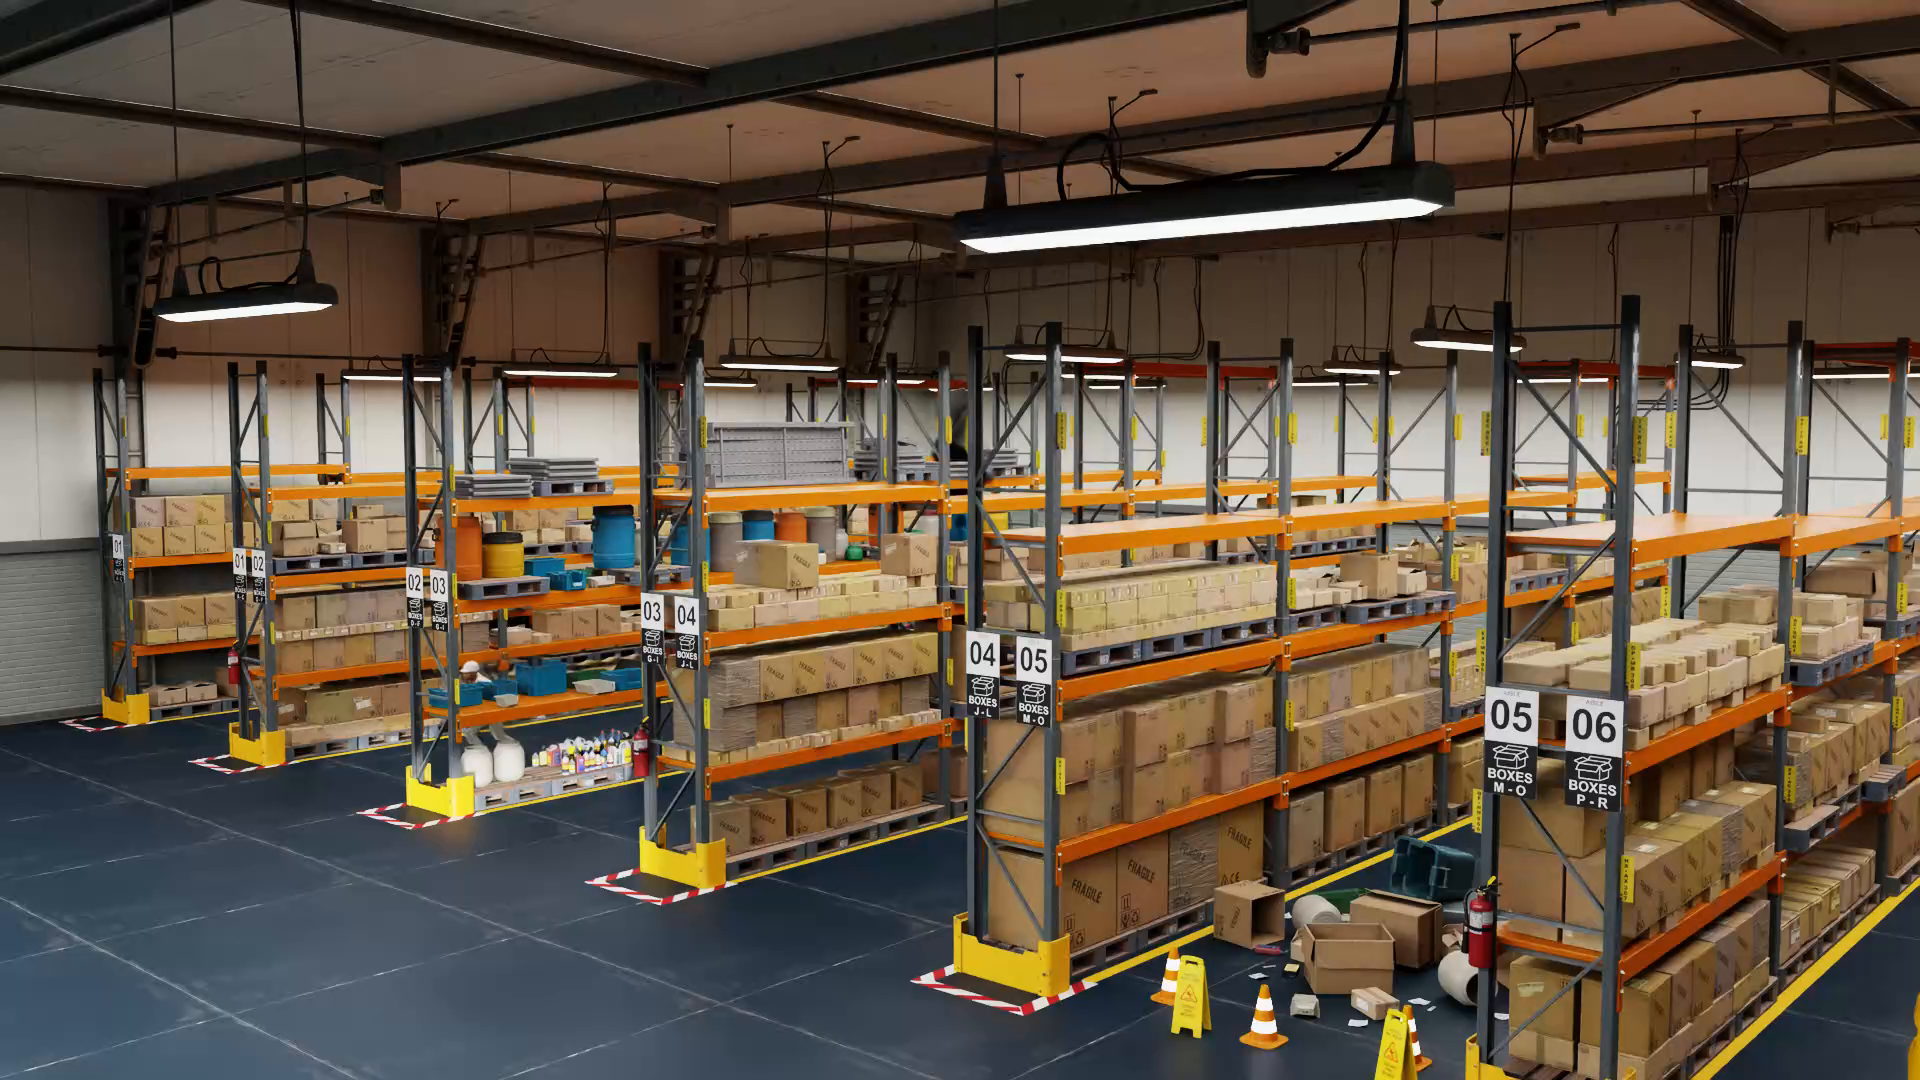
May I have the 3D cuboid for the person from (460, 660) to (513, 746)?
[{"bbox_3d":[-6.872,2.571,24.451,1.005,1.676,0.686,-4,6,-43],"label":"person"}]
